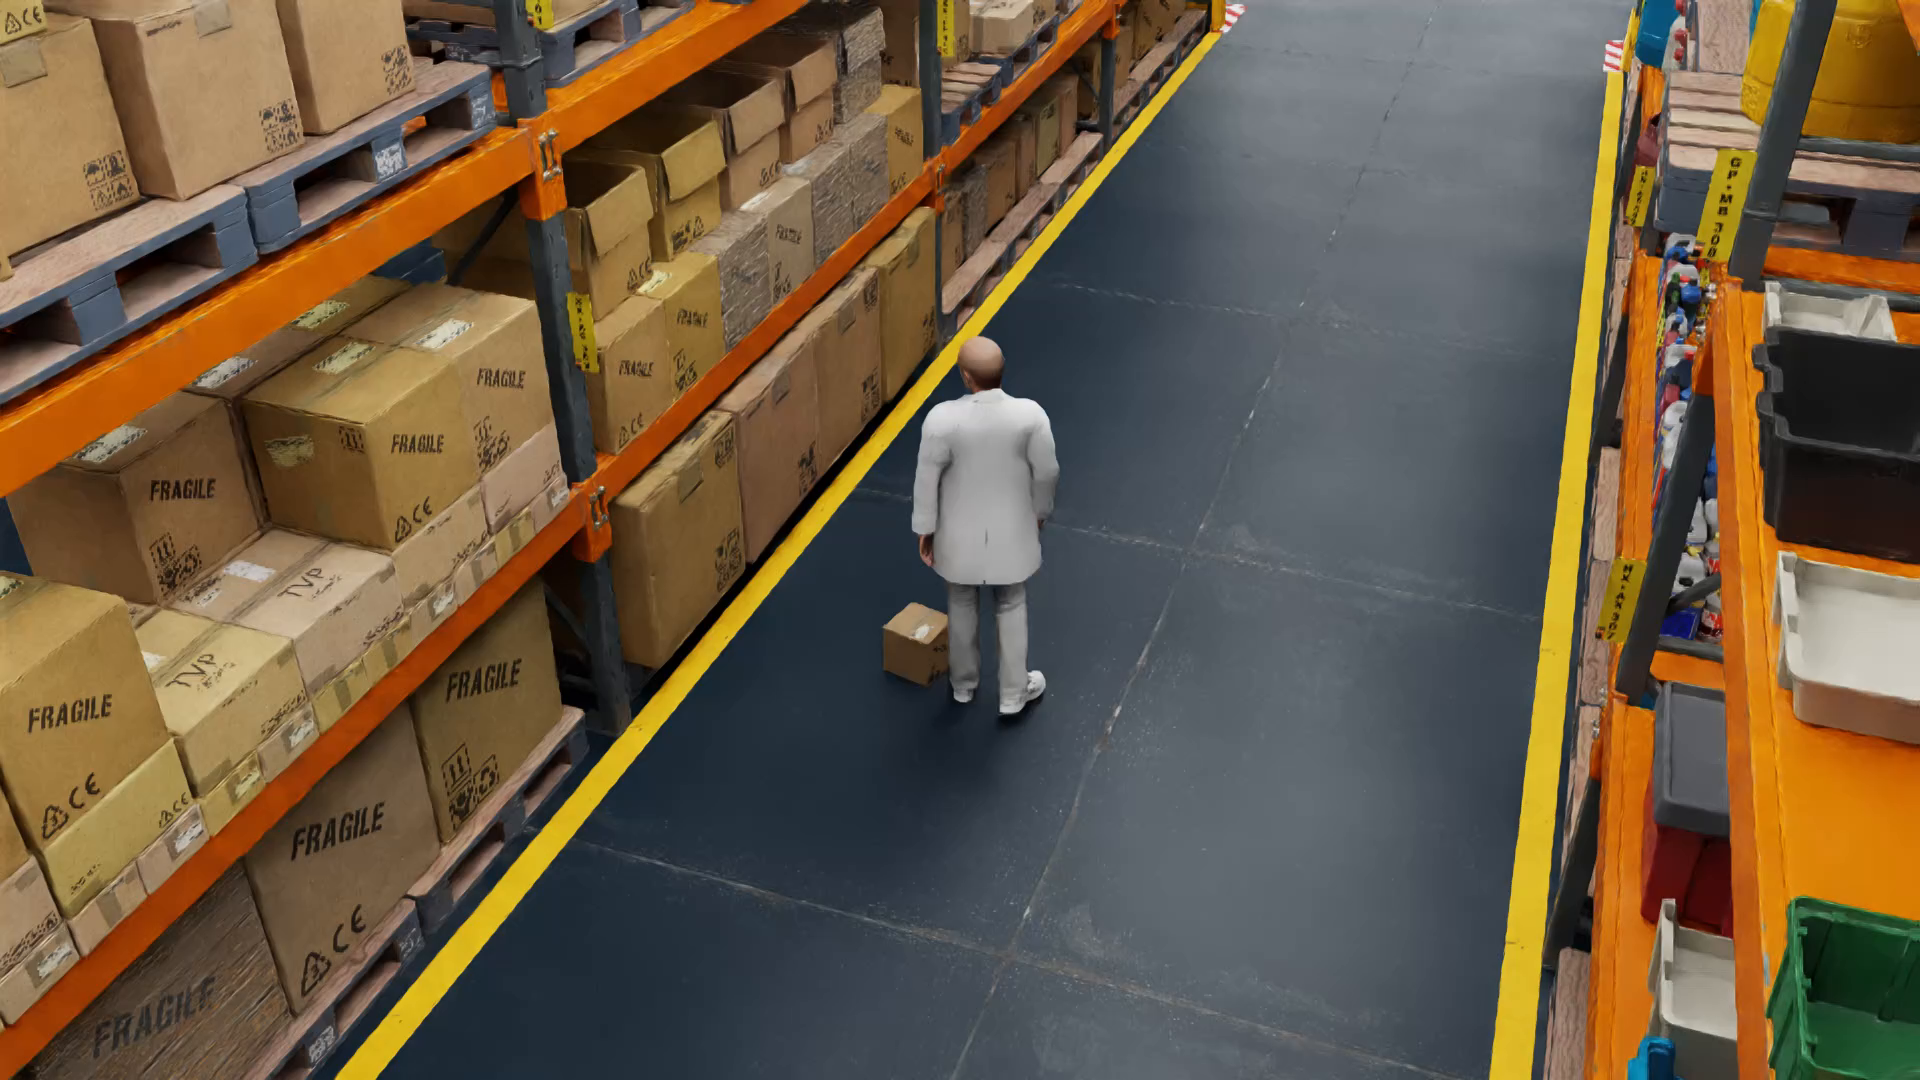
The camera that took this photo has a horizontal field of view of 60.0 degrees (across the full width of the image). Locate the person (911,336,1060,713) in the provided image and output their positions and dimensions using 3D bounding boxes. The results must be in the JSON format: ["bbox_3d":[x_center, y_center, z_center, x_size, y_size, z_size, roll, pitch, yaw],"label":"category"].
[{"bbox_3d":[0.102,-0.060,7.206,0.633,1.795,0.510,-1,33,-2],"label":"person"}]
